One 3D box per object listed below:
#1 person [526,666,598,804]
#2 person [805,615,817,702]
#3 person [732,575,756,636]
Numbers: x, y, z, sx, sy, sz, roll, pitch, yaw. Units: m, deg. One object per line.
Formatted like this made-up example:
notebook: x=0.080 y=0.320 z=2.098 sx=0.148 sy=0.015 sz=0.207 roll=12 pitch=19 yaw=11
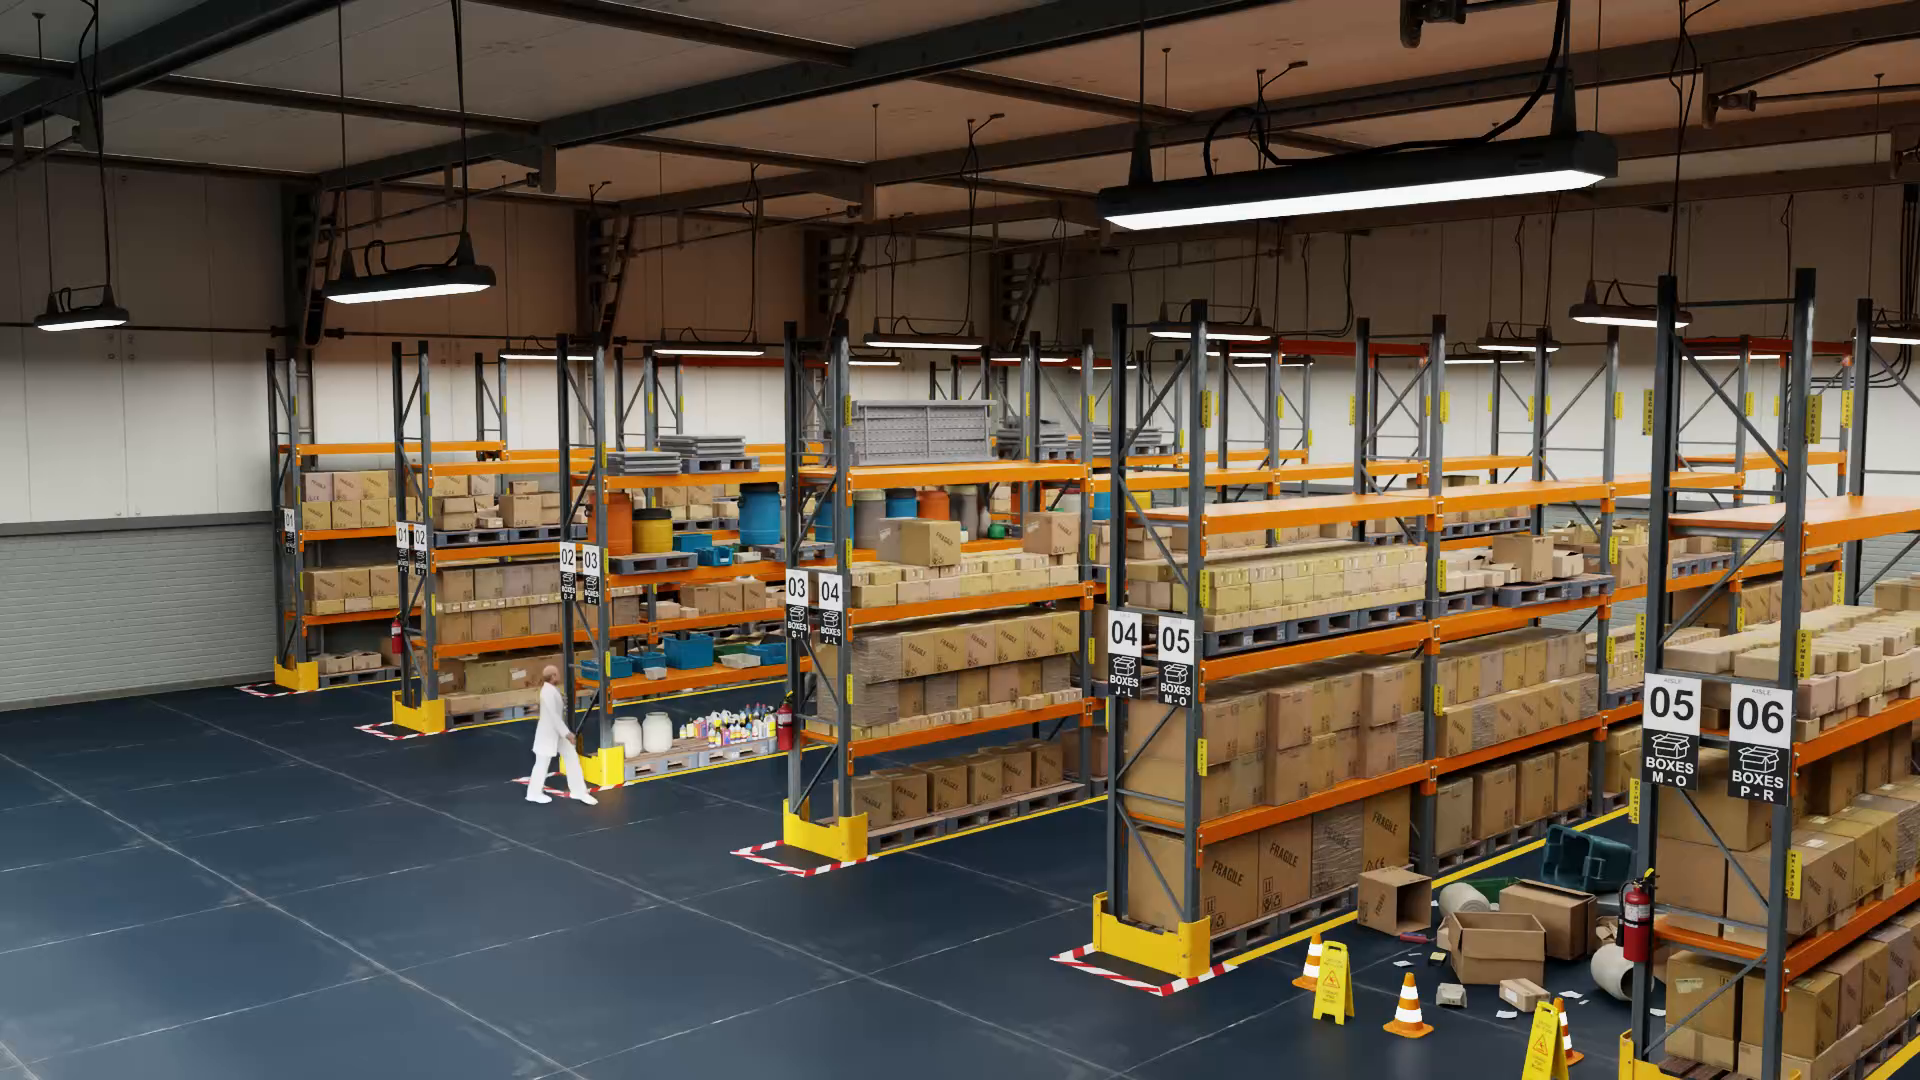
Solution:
person: x=-5.080 y=2.465 z=20.981 sx=0.891 sy=1.780 sz=0.540 roll=2 pitch=5 yaw=19
person: x=-2.489 y=1.938 z=27.927 sx=0.408 sy=1.579 sz=0.449 roll=-1 pitch=5 yaw=-8
person: x=-4.460 y=1.316 z=34.423 sx=0.565 sy=1.766 sz=0.600 roll=1 pitch=5 yaw=9
